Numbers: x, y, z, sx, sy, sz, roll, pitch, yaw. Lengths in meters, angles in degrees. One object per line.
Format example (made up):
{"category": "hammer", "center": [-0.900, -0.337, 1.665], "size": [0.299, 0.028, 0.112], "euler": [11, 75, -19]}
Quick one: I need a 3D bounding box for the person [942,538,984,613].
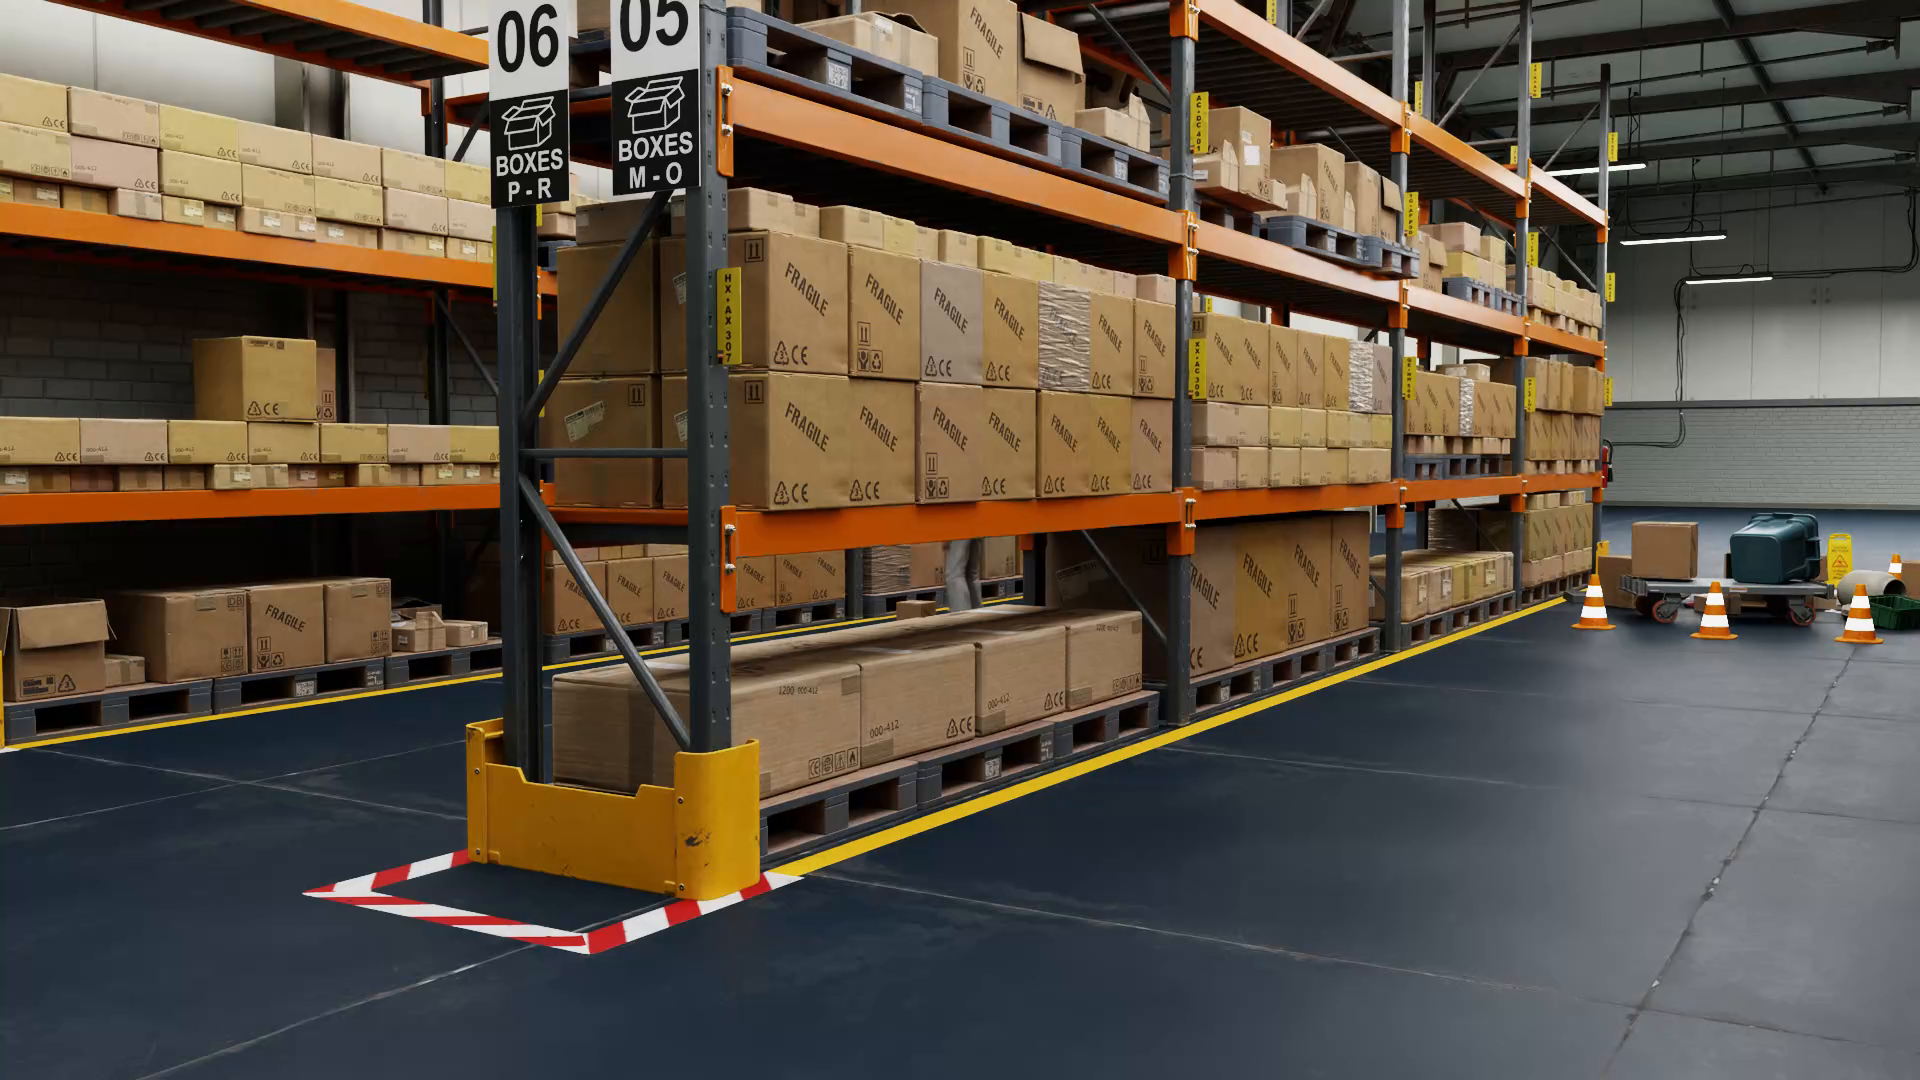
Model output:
{"category": "person", "center": [0.039, -0.039, 13.908], "size": [0.361, 1.672, 0.441], "euler": [2, 3, 32]}
